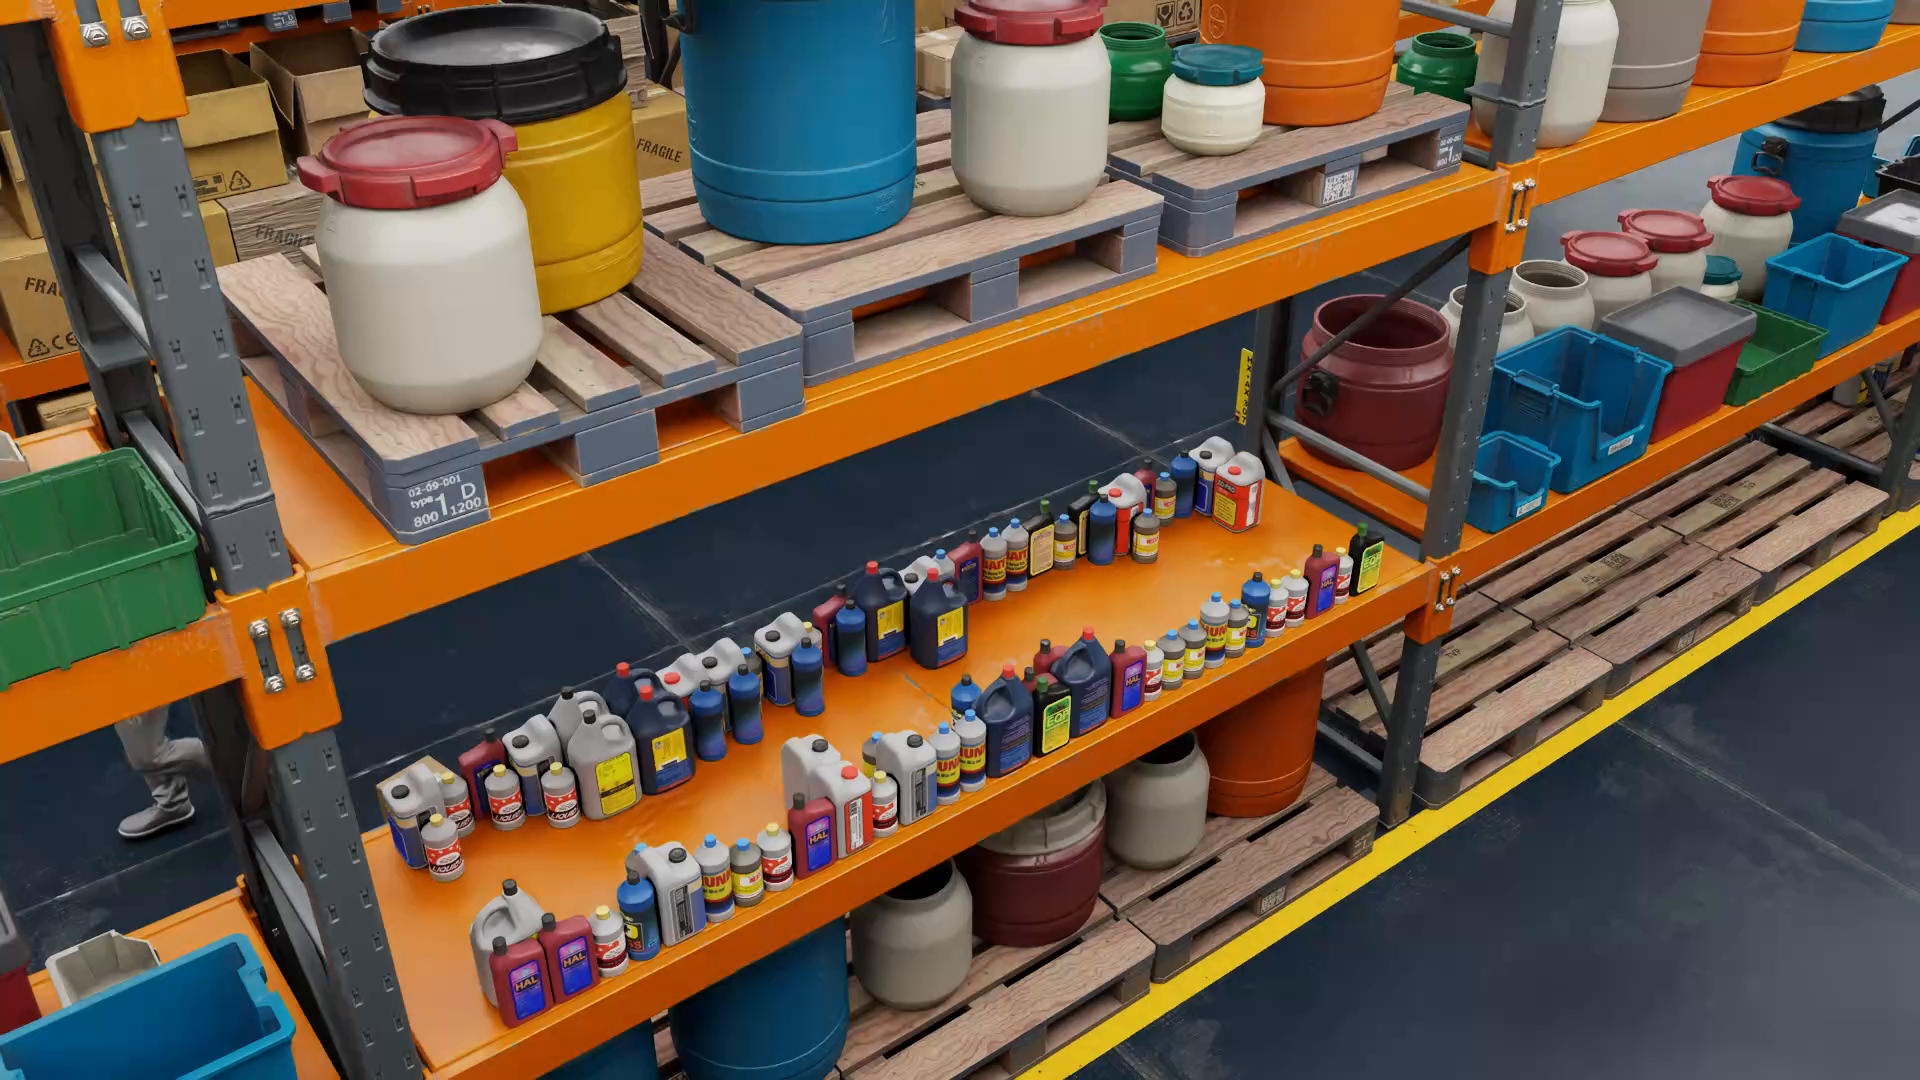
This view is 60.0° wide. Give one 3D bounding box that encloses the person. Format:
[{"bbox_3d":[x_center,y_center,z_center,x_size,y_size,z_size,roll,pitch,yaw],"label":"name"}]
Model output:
[{"bbox_3d":[-3.095,0.436,6.382,0.646,1.672,0.485,-15,35,-22],"label":"person"}]
